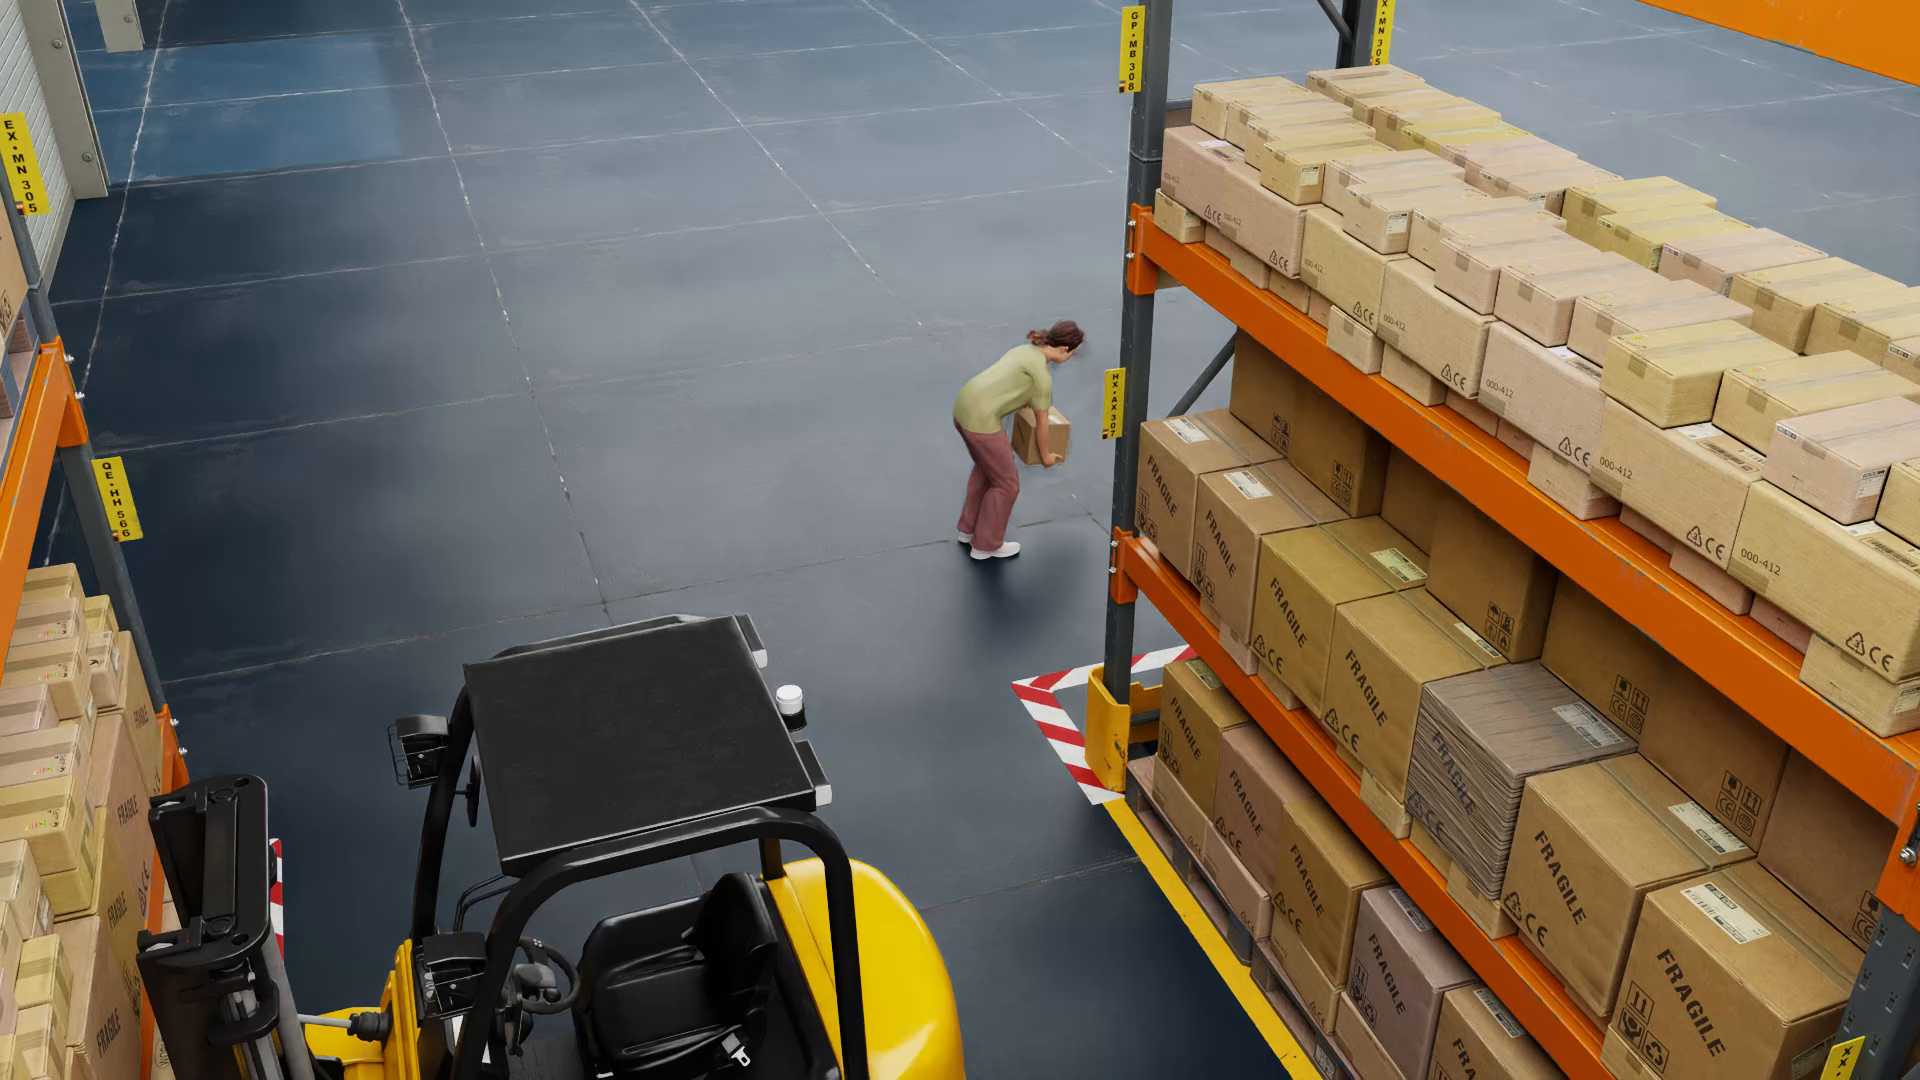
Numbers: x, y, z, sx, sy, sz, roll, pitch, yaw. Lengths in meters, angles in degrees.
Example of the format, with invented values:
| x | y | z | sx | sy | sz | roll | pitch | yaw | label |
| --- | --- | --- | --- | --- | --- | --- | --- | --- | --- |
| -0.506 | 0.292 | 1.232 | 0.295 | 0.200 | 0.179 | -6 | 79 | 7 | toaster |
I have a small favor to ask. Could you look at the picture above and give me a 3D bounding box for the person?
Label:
| x | y | z | sx | sy | sz | roll | pitch | yaw | label |
| --- | --- | --- | --- | --- | --- | --- | --- | --- | --- |
| 0.325 | -0.620 | 9.654 | 0.731 | 1.444 | 0.406 | -11 | 32 | -19 | person |
